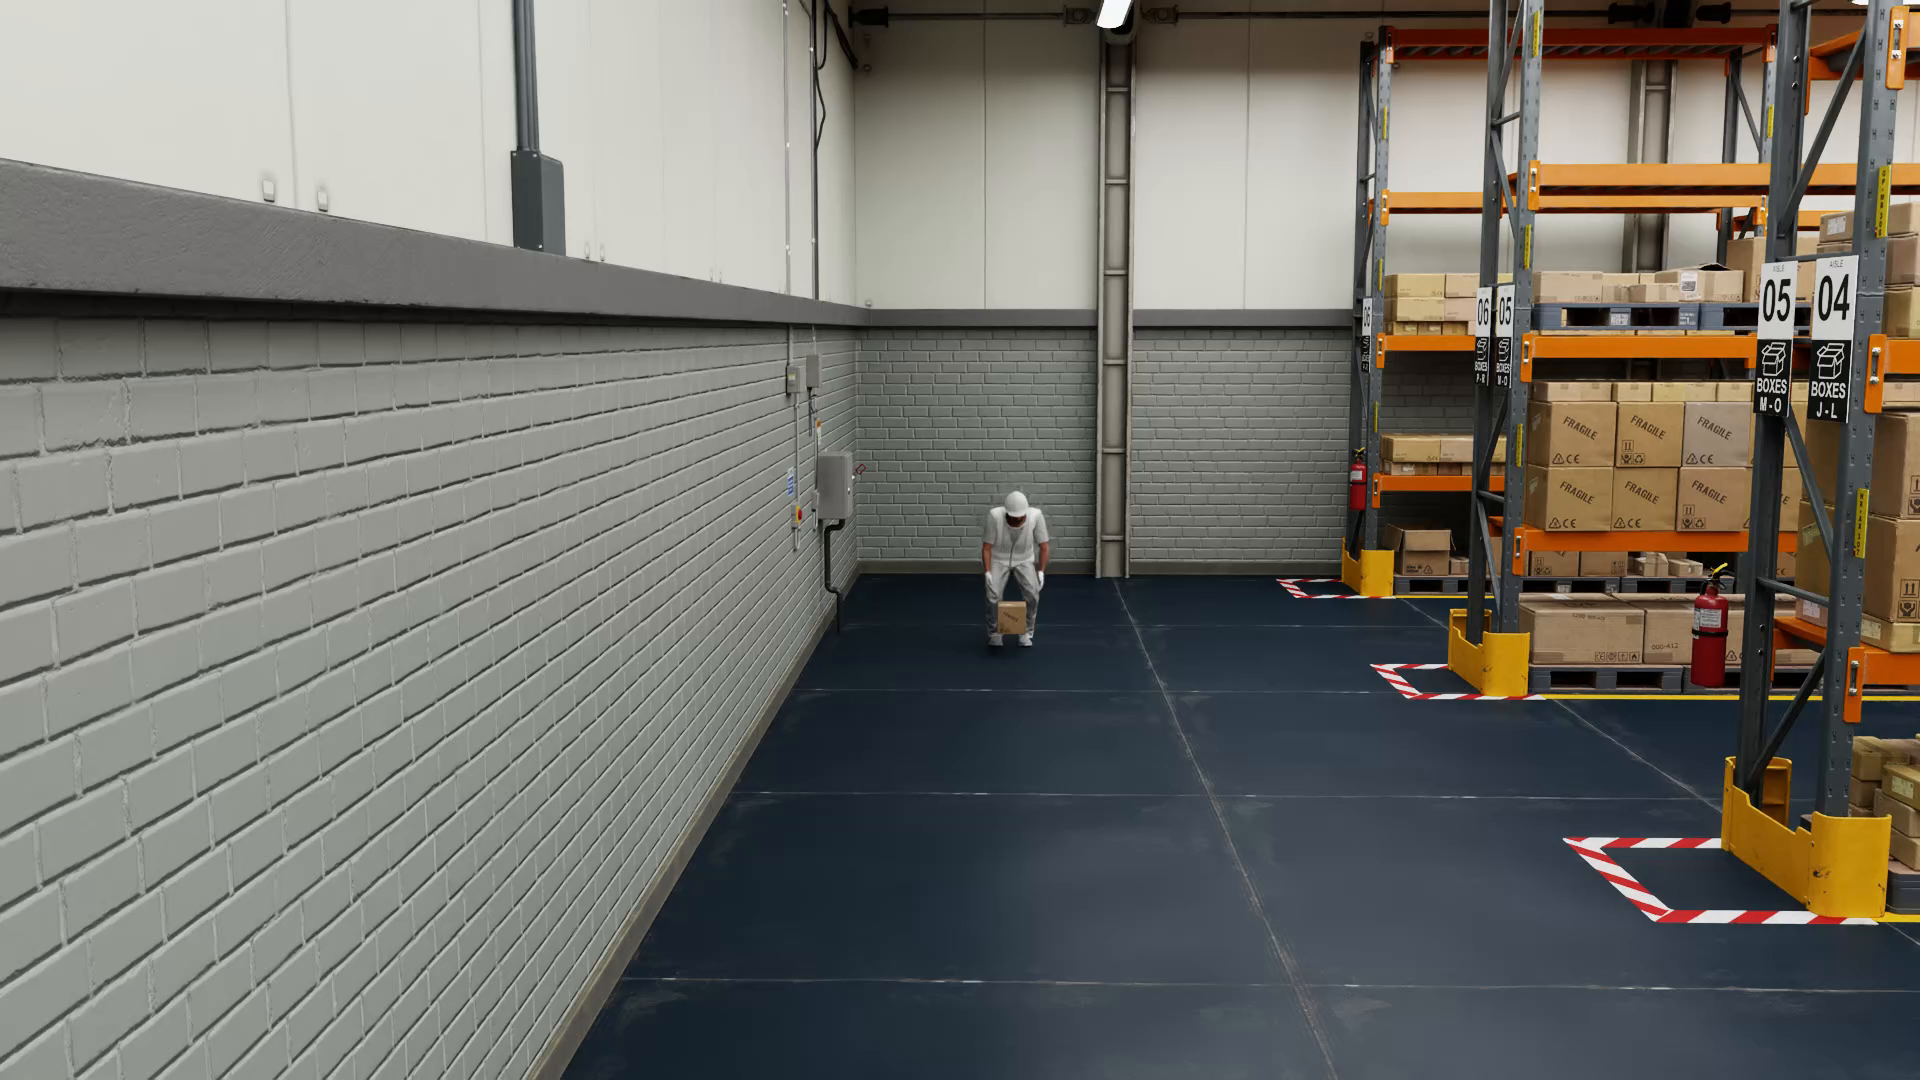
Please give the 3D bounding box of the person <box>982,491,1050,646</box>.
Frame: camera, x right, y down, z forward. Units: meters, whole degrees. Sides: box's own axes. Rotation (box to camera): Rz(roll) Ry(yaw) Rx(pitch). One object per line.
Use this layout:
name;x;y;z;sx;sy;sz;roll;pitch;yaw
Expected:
person;0.504;0.248;15.086;0.612;1.441;0.755;0;7;1
